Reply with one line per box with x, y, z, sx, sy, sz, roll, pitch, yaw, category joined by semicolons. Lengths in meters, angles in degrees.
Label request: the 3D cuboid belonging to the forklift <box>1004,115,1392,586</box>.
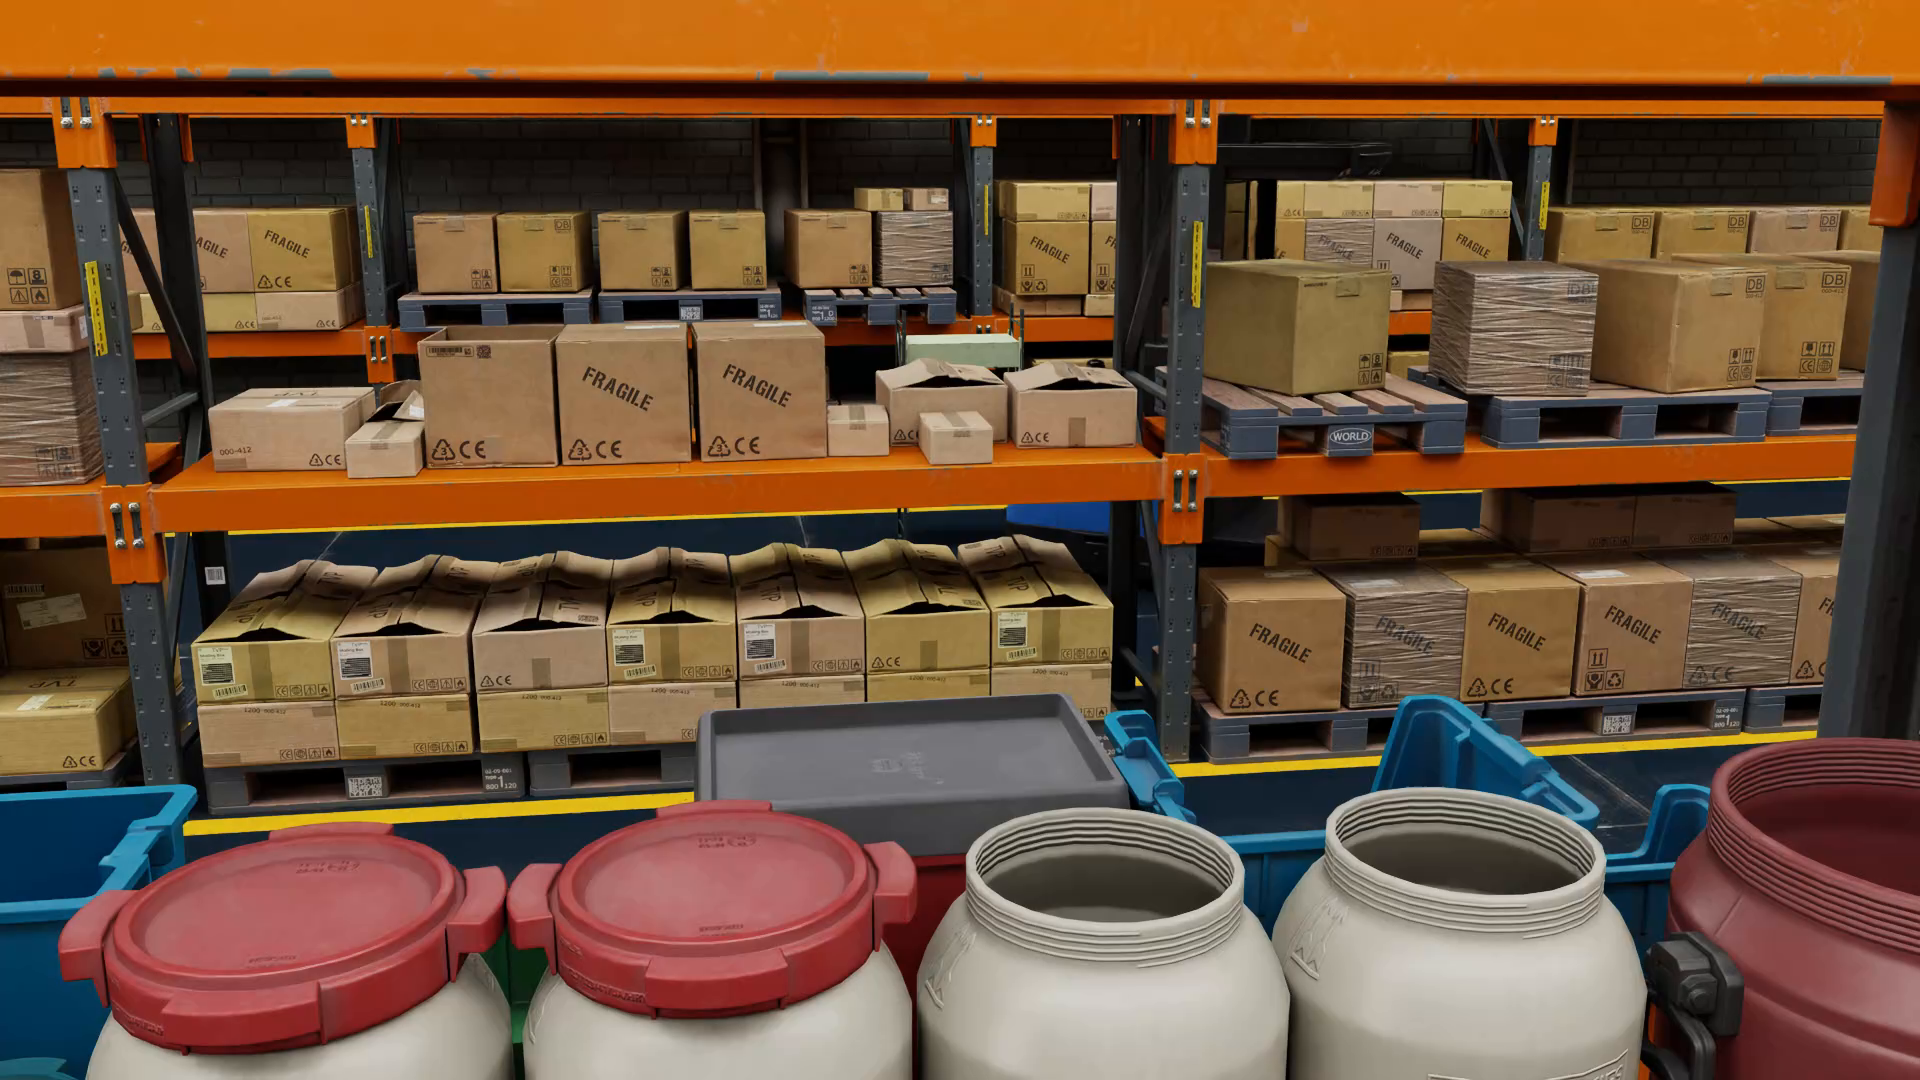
1.821;-1.186;9.426;3.031;2.935;1.130;7;15;24;forklift

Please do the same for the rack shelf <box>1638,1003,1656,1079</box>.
-0.416;0.978;2.134;4.000;0.370;1.077;-2;14;-8;rack shelf

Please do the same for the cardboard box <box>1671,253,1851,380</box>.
3.611;-1.029;7.588;0.500;0.500;0.700;0;14;1;cardboard box

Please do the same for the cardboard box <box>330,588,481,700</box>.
-2.186;0.396;6.613;0.500;0.311;0.500;-2;14;-9;cardboard box

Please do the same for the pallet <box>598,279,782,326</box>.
-1.865;-1.652;11.536;1.213;0.211;1.003;-2;14;-8;pallet

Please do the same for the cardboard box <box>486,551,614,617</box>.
-1.763;0.246;7.209;0.500;0.311;0.500;-2;14;-8;cardboard box

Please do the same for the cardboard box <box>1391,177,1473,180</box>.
3.548;-2.584;12.457;0.500;0.250;0.500;-2;14;-7;cardboard box

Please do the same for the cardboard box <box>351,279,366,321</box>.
-4.366;-1.653;11.414;0.500;0.250;0.500;-2;14;-8;cardboard box

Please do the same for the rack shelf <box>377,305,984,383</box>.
-1.892;-1.405;11.637;4.000;0.370;1.077;-2;14;-8;rack shelf

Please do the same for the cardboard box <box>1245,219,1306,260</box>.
2.128;-2.040;11.832;0.500;0.500;0.500;-2;14;-7;cardboard box

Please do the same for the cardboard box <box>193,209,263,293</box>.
-4.784;-1.871;10.742;0.500;0.500;0.500;-2;14;-9;cardboard box

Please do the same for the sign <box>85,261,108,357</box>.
-3.044;-0.815;5.862;0.005;0.325;0.100;-2;14;-8;sign

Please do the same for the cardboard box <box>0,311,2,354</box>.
-3.609;-0.783;6.140;0.250;0.149;0.380;-2;14;-9;cardboard box

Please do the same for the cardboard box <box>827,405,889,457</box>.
-0.425;-0.453;6.880;0.250;0.149;0.380;-1;14;-4;cardboard box

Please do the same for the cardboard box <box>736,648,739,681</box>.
-0.744;0.482;7.422;0.500;0.250;0.500;-2;14;-10;cardboard box

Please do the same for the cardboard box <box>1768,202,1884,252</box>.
6.776;-2.212;12.758;0.700;0.700;0.980;-2;14;-9;cardboard box

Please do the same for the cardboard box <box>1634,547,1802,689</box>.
3.352;0.340;7.434;0.500;0.500;0.500;-2;14;-8;cardboard box

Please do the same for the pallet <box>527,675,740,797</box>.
-1.196;0.781;7.172;1.213;0.211;1.003;-2;14;-8;pallet

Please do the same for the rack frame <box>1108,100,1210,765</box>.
0.828;-0.635;7.087;0.127;3.000;1.000;-2;14;-8;rack frame

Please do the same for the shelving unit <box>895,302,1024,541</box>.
-0.007;-0.727;10.538;0.755;1.500;0.431;-2;14;-8;shelving unit

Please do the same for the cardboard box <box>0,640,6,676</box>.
-4.050;0.361;6.364;0.500;0.500;0.500;-2;14;-8;cardboard box

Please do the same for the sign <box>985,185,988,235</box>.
0.176;-2.219;11.188;0.005;0.325;0.100;-2;14;-8;sign

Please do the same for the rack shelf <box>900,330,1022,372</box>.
-0.007;-1.106;10.443;0.720;0.370;0.431;-2;14;-8;rack shelf

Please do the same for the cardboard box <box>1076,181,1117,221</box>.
1.105;-2.367;11.593;0.500;0.250;0.500;-2;14;-9;cardboard box

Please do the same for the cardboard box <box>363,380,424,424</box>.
-2.286;-0.501;6.829;0.258;0.266;0.396;-2;14;-10;cardboard box

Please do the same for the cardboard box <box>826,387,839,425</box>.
-1.145;-0.798;11.972;0.500;0.500;0.700;-2;14;-8;cardboard box

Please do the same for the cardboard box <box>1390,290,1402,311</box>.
2.988;-1.742;11.976;0.250;0.149;0.380;-2;14;-8;cardboard box

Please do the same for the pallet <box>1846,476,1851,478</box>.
7.218;-0.716;13.143;1.213;0.211;1.003;-2;14;-8;pallet

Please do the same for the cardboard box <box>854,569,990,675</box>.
-0.167;0.322;6.909;0.500;0.311;0.500;-2;14;-9;cardboard box

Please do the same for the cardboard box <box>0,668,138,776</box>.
-3.554;0.709;6.516;0.500;0.250;0.500;-2;14;-8;cardboard box

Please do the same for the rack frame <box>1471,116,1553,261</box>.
4.041;-1.971;12.416;0.127;3.000;1.000;-2;14;-8;rack frame

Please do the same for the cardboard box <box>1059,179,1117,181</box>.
1.008;-2.489;12.082;0.500;0.250;0.500;-3;14;-10;cardboard box

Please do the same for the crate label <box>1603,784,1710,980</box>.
1.089;0.563;2.655;0.416;0.233;0.303;-2;14;-8;crate label

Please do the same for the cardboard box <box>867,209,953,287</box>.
-0.377;-2.069;11.695;0.500;0.500;0.700;-4;15;-15;cardboard box

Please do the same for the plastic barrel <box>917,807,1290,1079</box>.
0.160;0.606;1.908;0.421;0.512;0.421;0;14;0;plastic barrel

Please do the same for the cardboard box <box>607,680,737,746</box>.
-1.171;0.629;6.836;0.500;0.250;0.500;-2;14;-7;cardboard box

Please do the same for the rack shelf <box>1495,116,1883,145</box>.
6.019;-3.150;12.428;4.000;0.370;1.077;-2;14;-8;rack shelf

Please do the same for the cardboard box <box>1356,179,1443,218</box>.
3.111;-2.443;11.897;0.500;0.250;0.500;-2;14;-7;cardboard box

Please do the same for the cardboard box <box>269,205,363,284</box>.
-4.365;-2.015;11.317;0.500;0.500;0.500;-2;14;-10;cardboard box

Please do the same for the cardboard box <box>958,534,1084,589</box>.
0.266;0.171;7.508;0.500;0.311;0.500;-2;14;-6;cardboard box

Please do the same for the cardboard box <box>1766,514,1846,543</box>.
4.268;0.178;8.080;0.500;0.500;0.500;-3;14;-11;cardboard box

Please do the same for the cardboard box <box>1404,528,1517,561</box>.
2.229;0.255;7.773;0.500;0.500;0.500;-3;14;-10;cardboard box

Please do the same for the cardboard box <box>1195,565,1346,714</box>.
1.320;0.416;7.130;0.500;0.500;0.500;-1;14;-6;cardboard box

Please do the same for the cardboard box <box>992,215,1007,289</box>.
0.514;-2.109;12.108;0.500;0.500;0.500;-2;14;-8;cardboard box

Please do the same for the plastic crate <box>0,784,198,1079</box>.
-1.349;0.595;2.218;0.575;0.384;0.392;-2;14;-8;plastic crate

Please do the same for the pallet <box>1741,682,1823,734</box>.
3.984;0.611;7.851;1.213;0.211;1.003;-2;14;-8;pallet

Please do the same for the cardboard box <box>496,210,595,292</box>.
-2.807;-1.972;11.309;0.500;0.500;0.700;-1;14;-3;cardboard box
